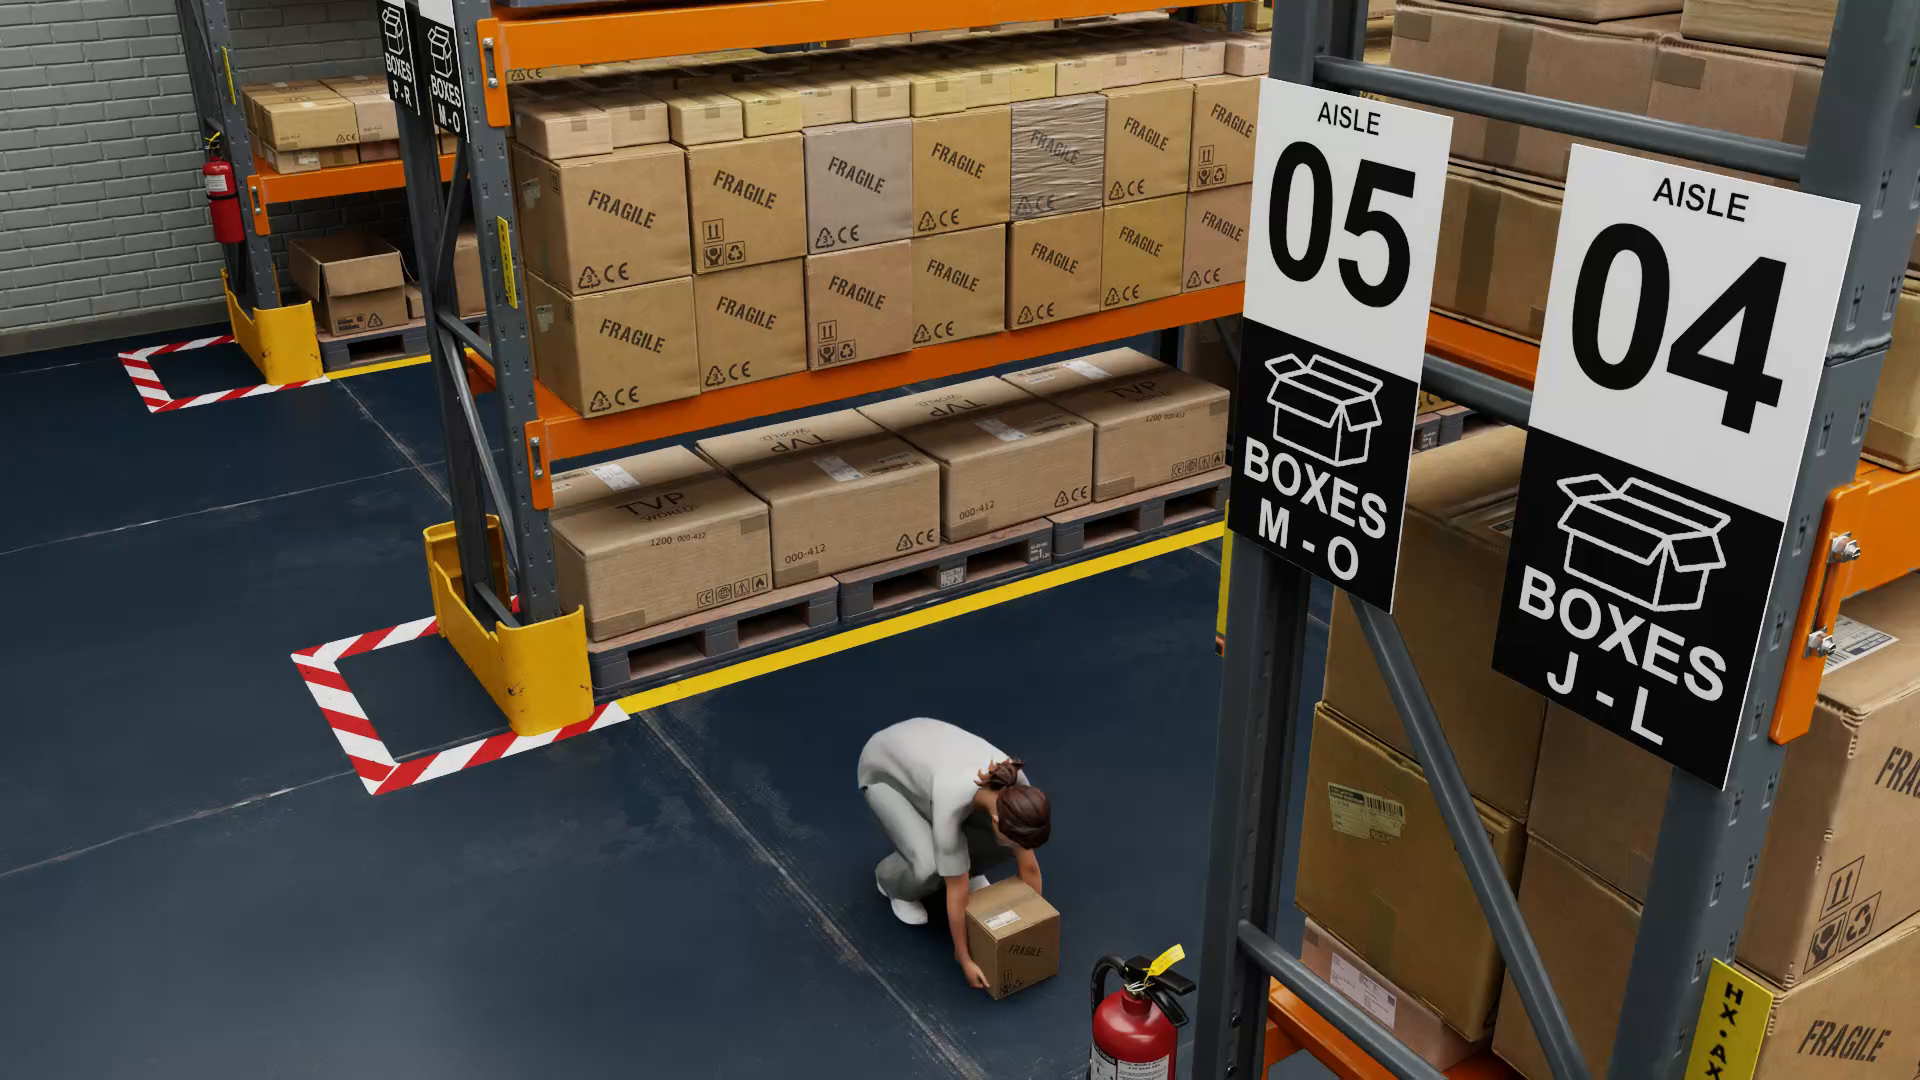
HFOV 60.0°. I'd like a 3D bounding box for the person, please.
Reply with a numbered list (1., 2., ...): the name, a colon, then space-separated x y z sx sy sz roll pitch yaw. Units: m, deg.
1. person: -0.005 0.991 5.630 0.456 0.749 0.861 -16 30 -31
